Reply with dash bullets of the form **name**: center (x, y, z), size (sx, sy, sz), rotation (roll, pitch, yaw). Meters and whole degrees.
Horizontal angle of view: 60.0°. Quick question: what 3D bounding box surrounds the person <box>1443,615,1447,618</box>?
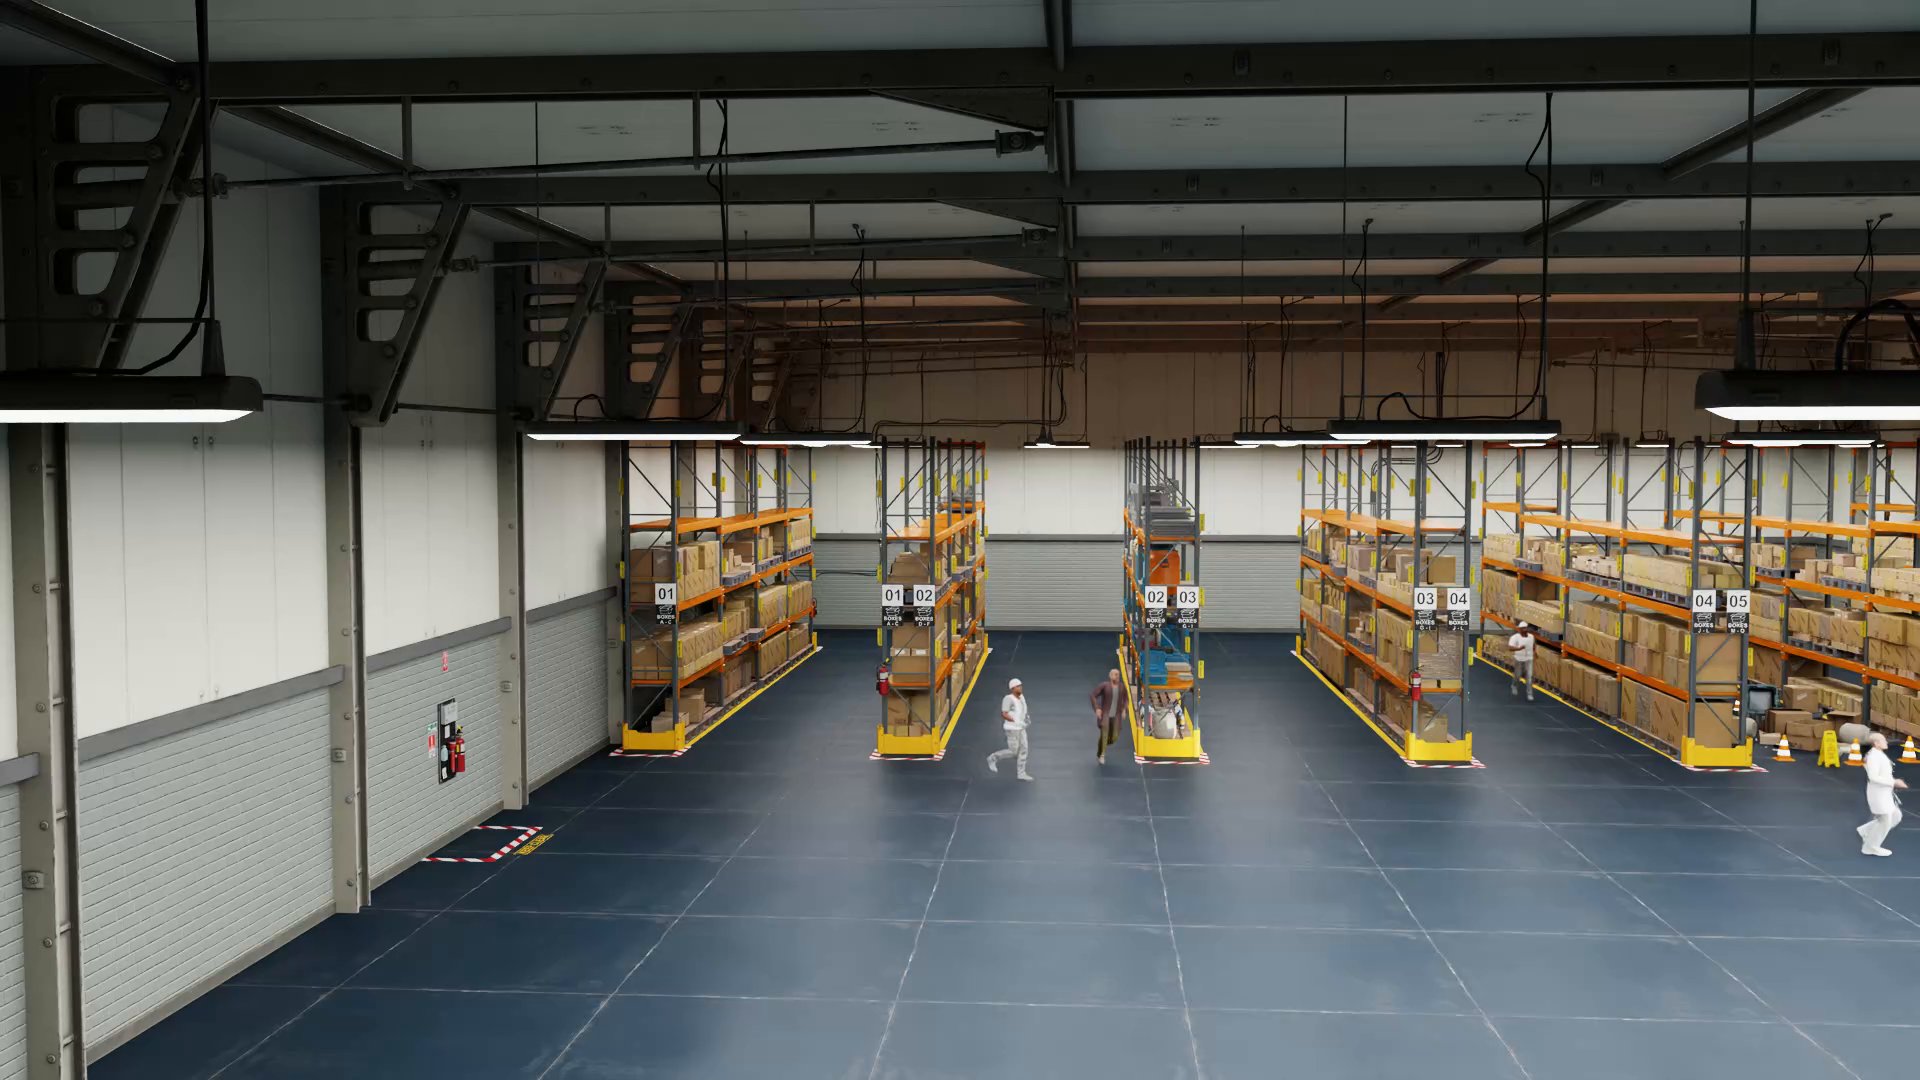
- **person**: center (13.273, 2.415, 46.770), size (0.824, 1.601, 0.684), rotation (-2, 4, -33)

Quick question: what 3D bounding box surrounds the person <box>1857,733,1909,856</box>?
- **person**: center (13.039, 3.590, 23.490), size (0.649, 1.728, 0.702), rotation (2, 4, 34)

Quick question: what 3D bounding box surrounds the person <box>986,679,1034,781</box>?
- **person**: center (0.913, 3.298, 29.044), size (0.840, 1.773, 0.688), rotation (2, 3, 29)

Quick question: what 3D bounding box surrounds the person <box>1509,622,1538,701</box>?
- **person**: center (12.984, 2.761, 38.316), size (0.697, 1.760, 0.977), rotation (0, 3, 1)

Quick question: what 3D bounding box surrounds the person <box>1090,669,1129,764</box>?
- **person**: center (2.770, 3.239, 30.690), size (0.763, 1.730, 0.615), rotation (-1, 3, -13)
